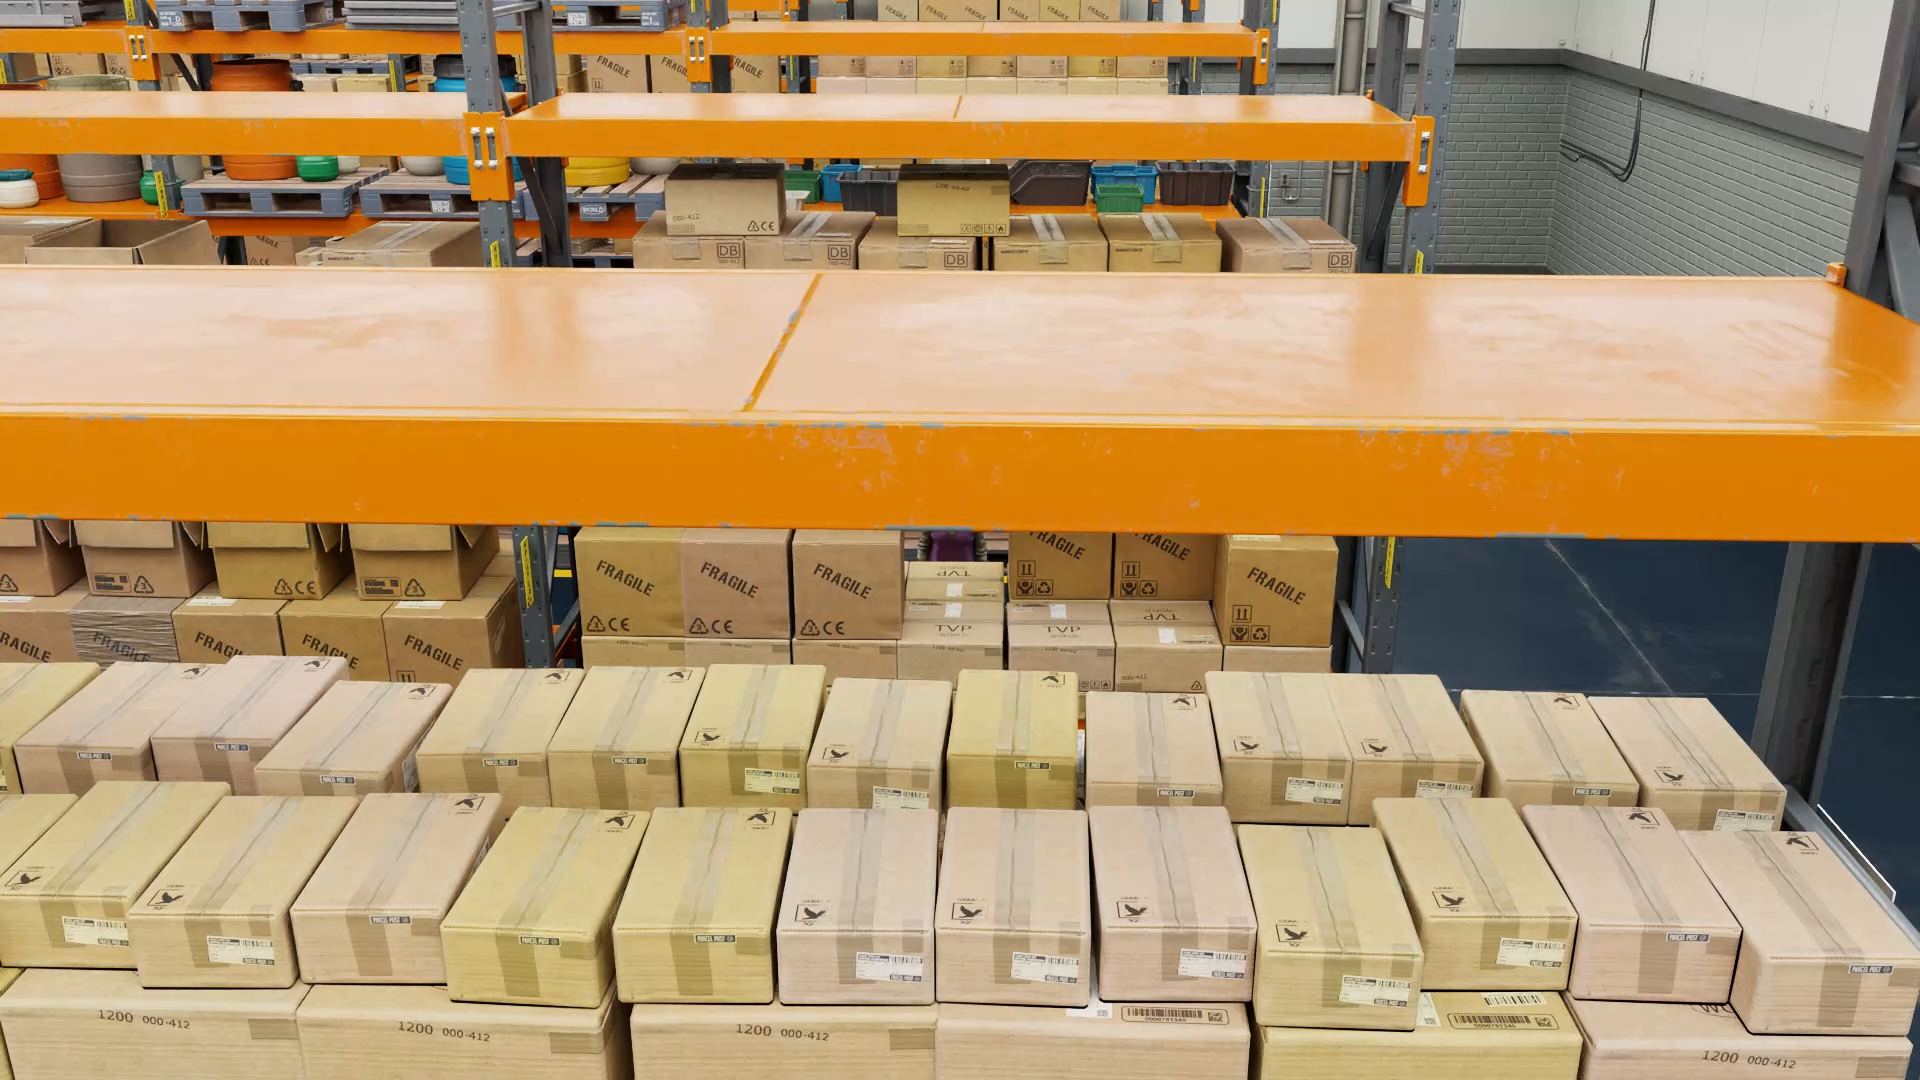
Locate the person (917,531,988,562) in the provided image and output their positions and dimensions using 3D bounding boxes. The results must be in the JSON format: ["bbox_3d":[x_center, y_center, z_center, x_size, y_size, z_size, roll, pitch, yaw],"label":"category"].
[{"bbox_3d":[-0.052,0.279,10.872,0.461,1.593,0.343,1,21,2],"label":"person"}]
